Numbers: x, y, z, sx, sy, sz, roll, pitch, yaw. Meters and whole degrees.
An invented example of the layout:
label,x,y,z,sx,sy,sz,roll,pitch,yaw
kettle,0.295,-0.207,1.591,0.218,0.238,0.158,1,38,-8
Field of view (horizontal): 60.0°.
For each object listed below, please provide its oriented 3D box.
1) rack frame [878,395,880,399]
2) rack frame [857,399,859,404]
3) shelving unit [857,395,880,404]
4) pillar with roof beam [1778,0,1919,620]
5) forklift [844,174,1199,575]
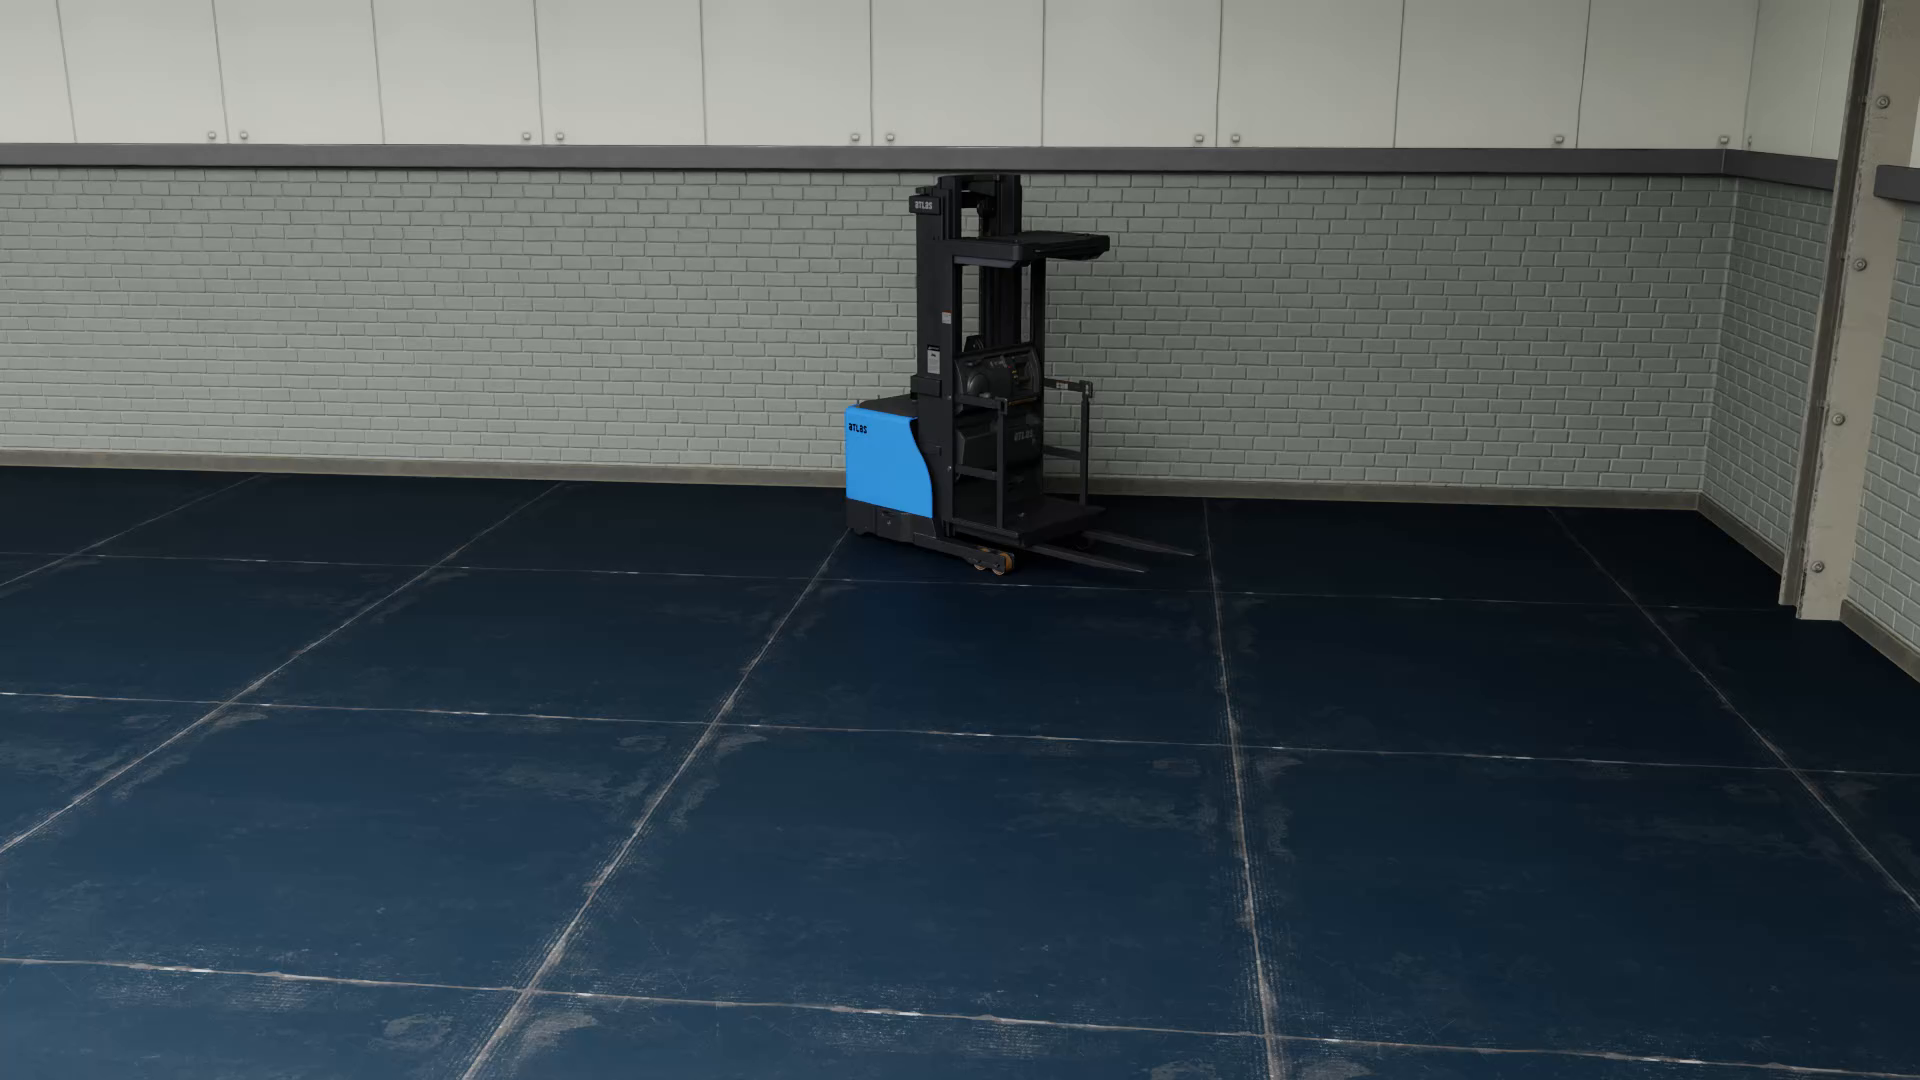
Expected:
label,x,y,z,sx,sy,sz,roll,pitch,yaw
rack frame,-0.629,-0.718,14.306,0.200,1.050,0.008,13,20,41
rack frame,-0.794,-0.671,14.132,0.200,1.050,0.008,13,20,41
shelving unit,-0.711,-0.695,14.219,0.215,1.050,0.252,13,20,41
pillar with roof beam,1.756,-3.966,11.088,9.100,9.000,0.400,2,15,6
forklift,0.456,-1.302,12.864,3.031,2.935,1.130,14,20,41
